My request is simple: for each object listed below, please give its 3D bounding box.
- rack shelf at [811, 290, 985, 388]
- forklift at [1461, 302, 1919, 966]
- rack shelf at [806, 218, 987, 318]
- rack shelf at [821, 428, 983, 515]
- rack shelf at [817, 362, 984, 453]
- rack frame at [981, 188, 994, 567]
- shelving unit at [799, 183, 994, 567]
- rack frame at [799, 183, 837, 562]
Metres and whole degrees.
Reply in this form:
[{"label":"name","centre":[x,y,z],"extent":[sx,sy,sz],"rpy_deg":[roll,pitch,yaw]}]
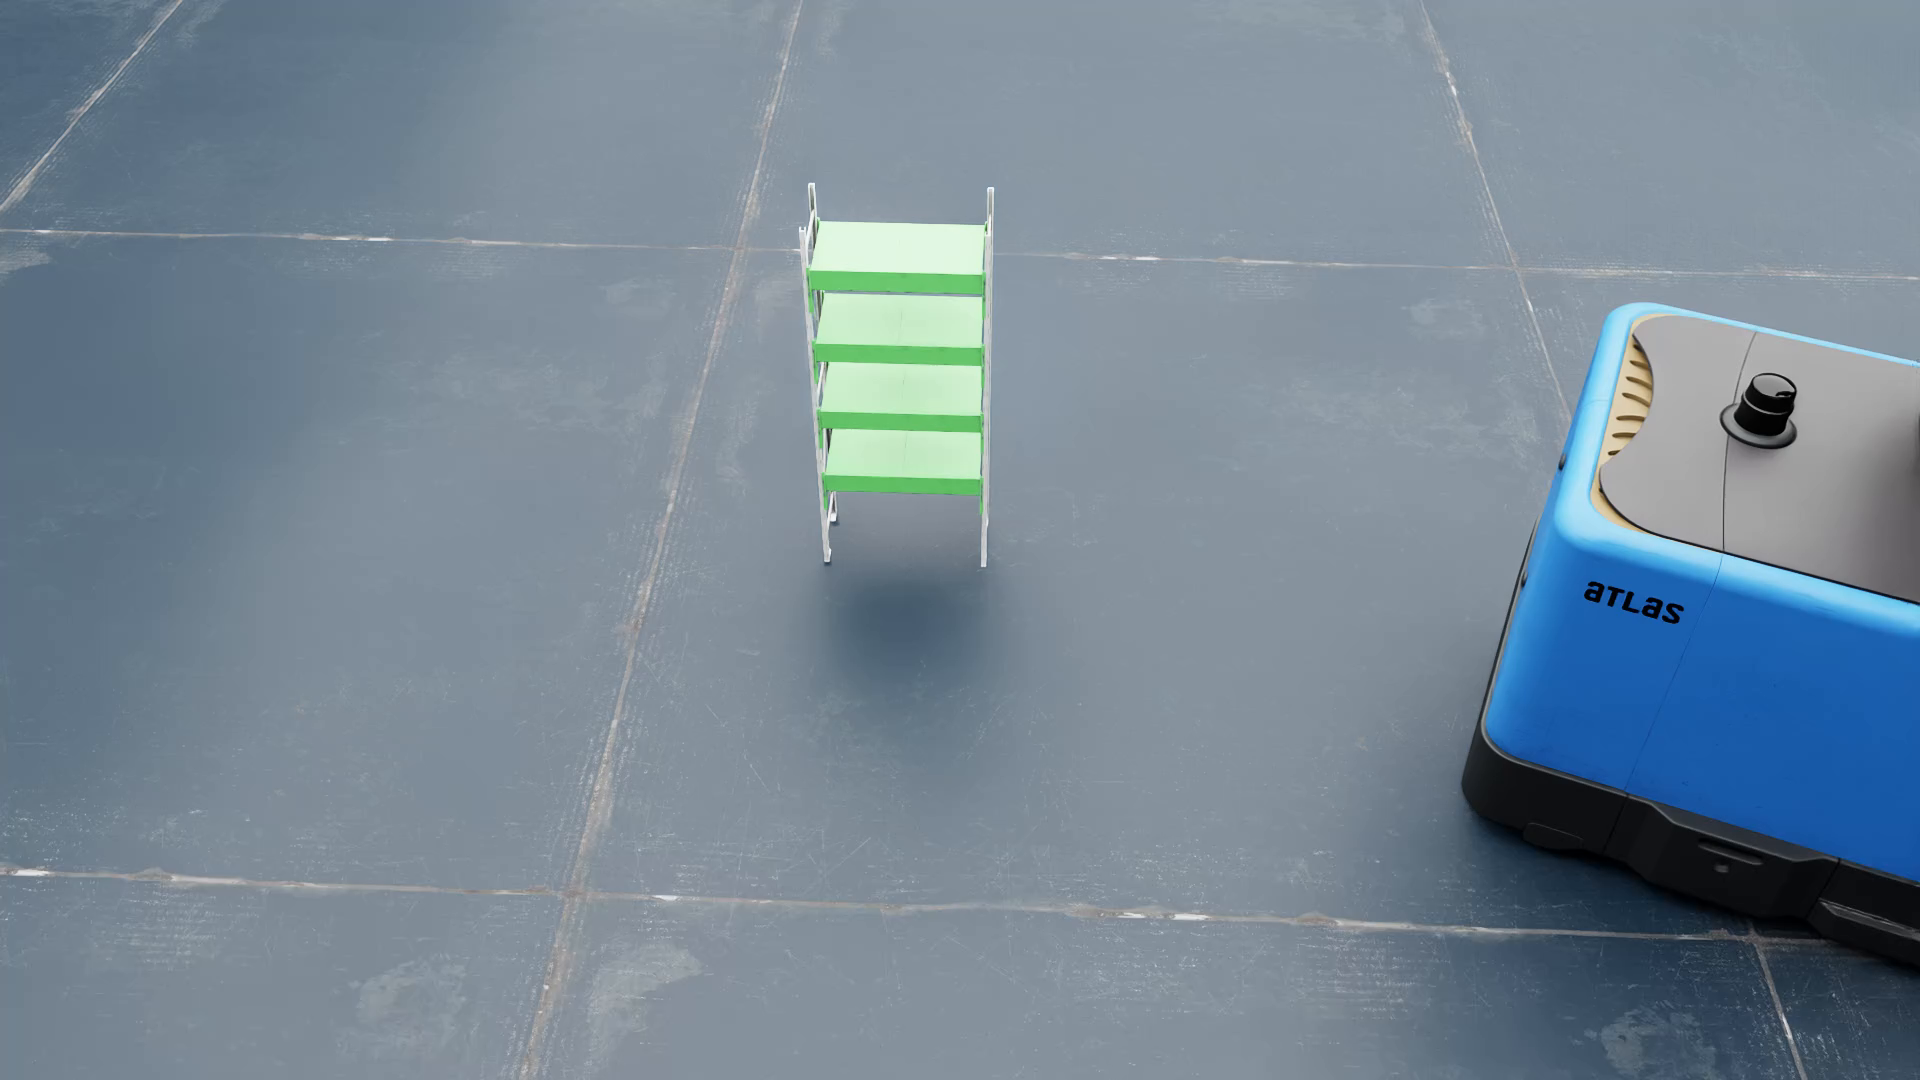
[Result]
[{"label":"rack shelf","centre":[-0.165,-0.573,4.726],"extent":[0.480,0.148,0.258],"rpy_deg":[2,43,2]},{"label":"forklift","centre":[2.901,-0.226,3.343],"extent":[3.031,2.935,1.130],"rpy_deg":[17,45,17]},{"label":"rack shelf","centre":[-0.165,-0.749,4.563],"extent":[0.480,0.148,0.258],"rpy_deg":[2,43,2]},{"label":"rack shelf","centre":[-0.165,-0.222,5.054],"extent":[0.480,0.148,0.258],"rpy_deg":[2,43,2]},{"label":"rack shelf","centre":[-0.165,-0.397,4.890],"extent":[0.480,0.148,0.258],"rpy_deg":[2,43,2]},{"label":"rack frame","centre":[0.078,-0.437,4.838],"extent":[0.015,1.200,0.240],"rpy_deg":[2,43,2]},{"label":"shelving unit","centre":[-0.165,-0.444,4.846],"extent":[0.503,1.200,0.258],"rpy_deg":[2,43,2]},{"label":"rack frame","centre":[-0.409,-0.452,4.855],"extent":[0.015,1.200,0.240],"rpy_deg":[2,43,2]}]
